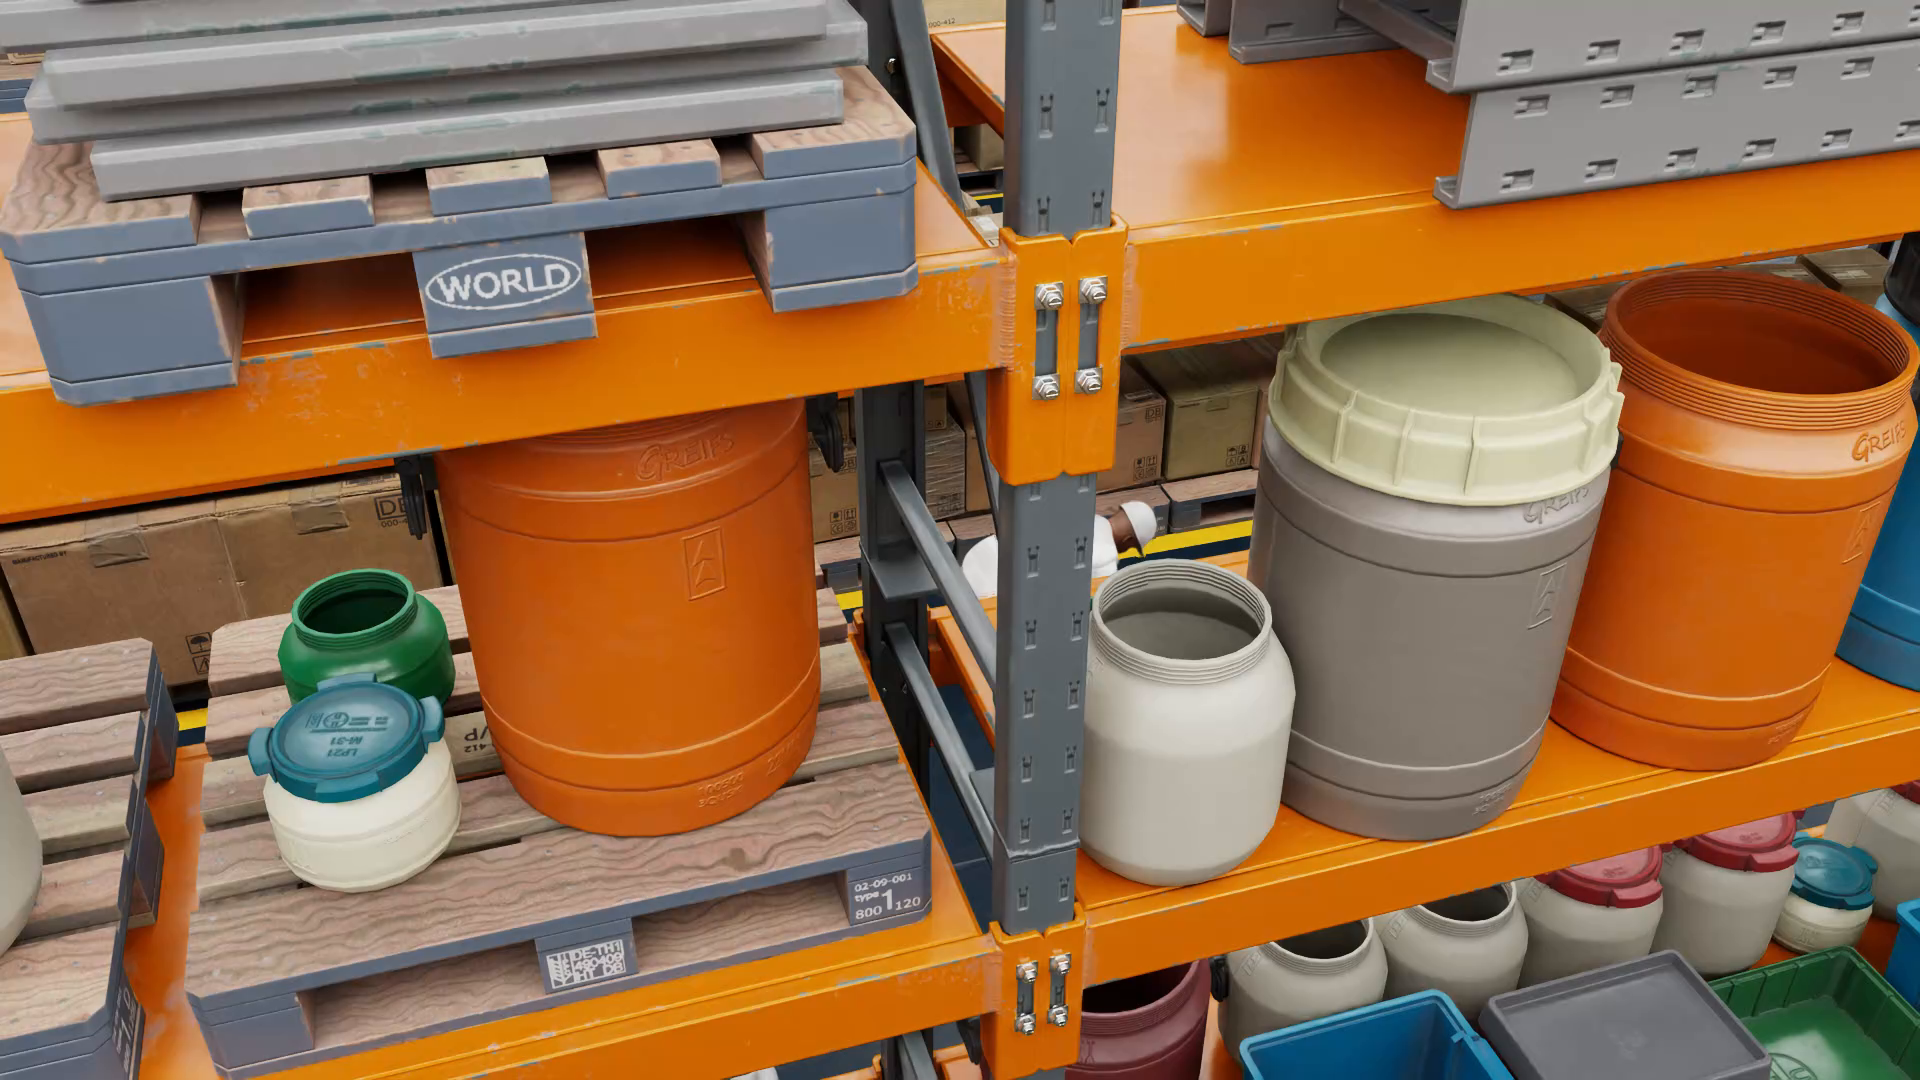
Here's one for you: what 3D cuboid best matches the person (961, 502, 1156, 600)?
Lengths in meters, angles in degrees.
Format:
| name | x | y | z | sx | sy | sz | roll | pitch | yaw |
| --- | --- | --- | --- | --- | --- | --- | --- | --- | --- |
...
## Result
| name | x | y | z | sx | sy | sz | roll | pitch | yaw |
| --- | --- | --- | --- | --- | --- | --- | --- | --- | --- |
| person | 0.480 | 0.236 | 7.956 | 0.970 | 0.818 | 0.526 | -11 | 35 | -16 |
